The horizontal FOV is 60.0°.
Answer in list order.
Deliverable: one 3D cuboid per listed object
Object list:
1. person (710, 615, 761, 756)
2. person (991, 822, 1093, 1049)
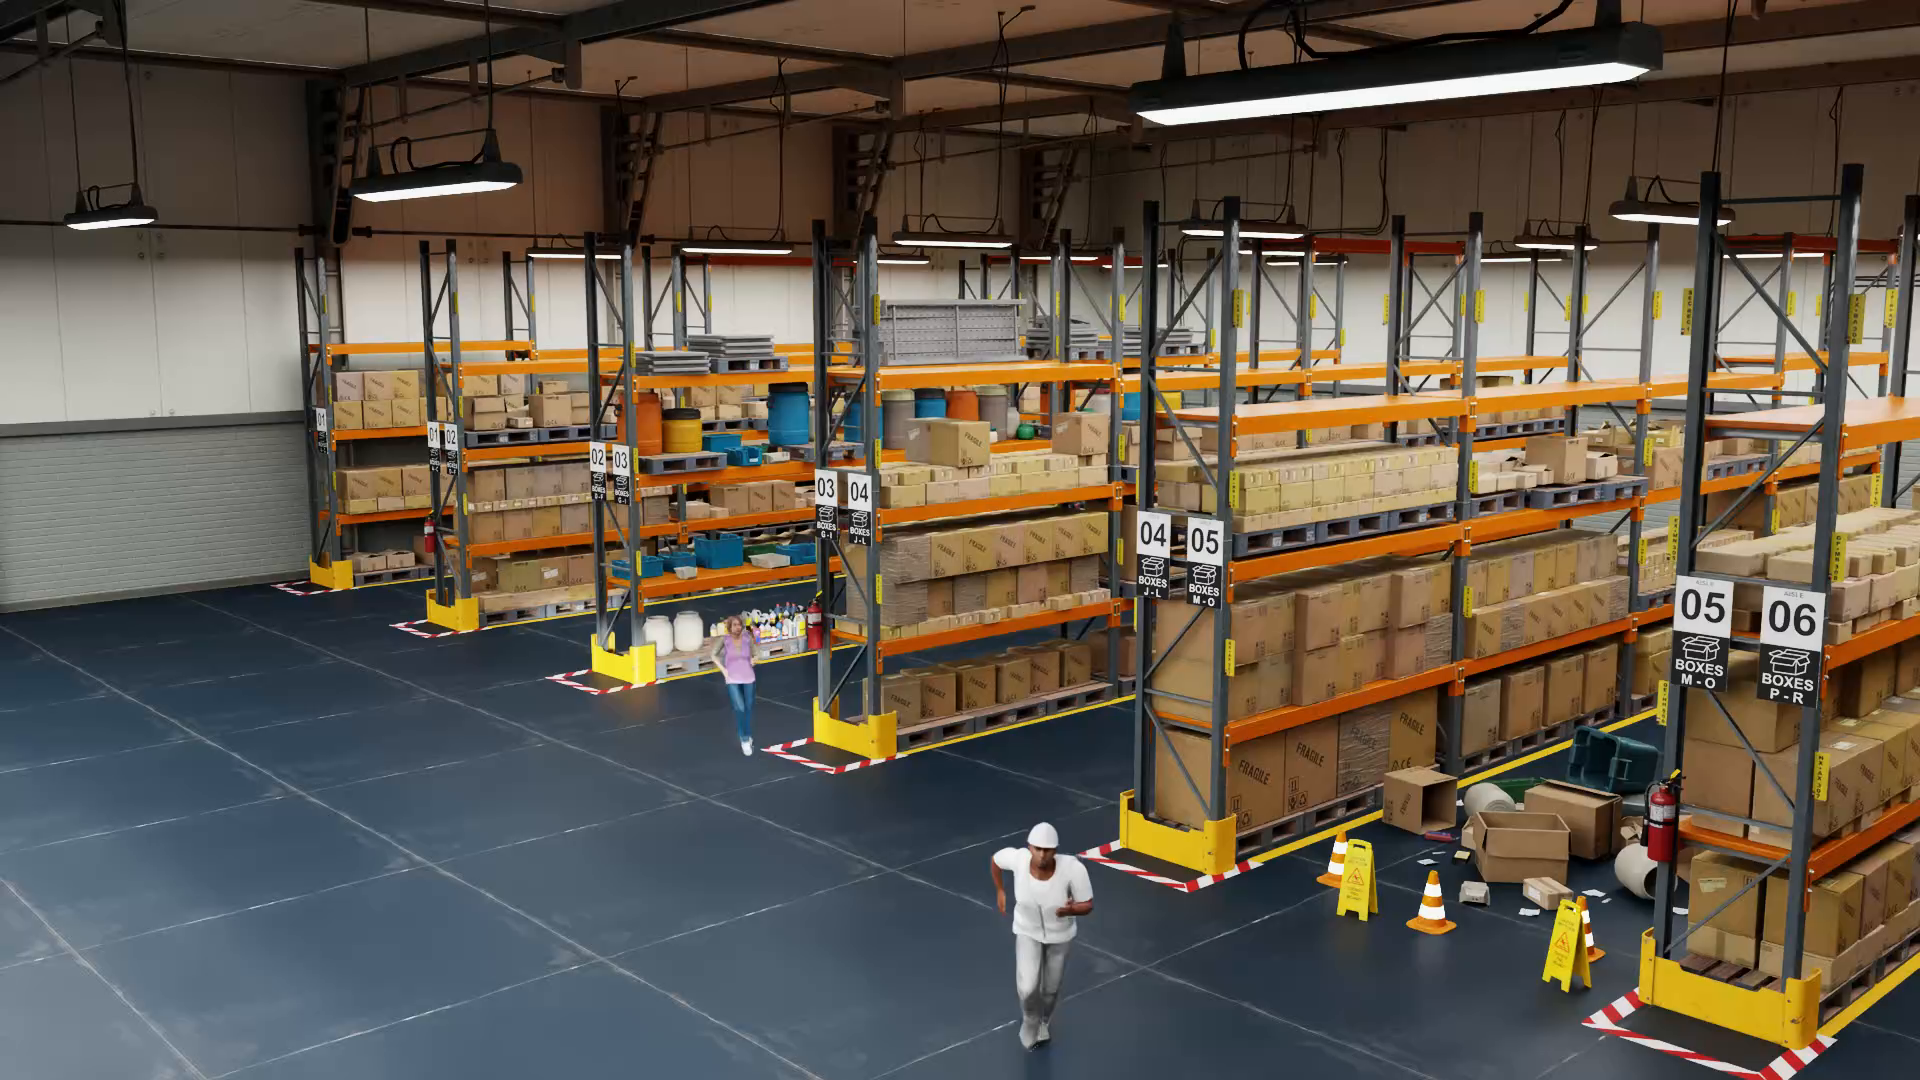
[{"bbox_3d":[-2.517,1.655,18.835,0.536,1.614,0.684,-4,9,-25],"label":"person"},{"bbox_3d":[0.547,2.679,11.238,0.681,1.679,0.871,0,8,1],"label":"person"}]
